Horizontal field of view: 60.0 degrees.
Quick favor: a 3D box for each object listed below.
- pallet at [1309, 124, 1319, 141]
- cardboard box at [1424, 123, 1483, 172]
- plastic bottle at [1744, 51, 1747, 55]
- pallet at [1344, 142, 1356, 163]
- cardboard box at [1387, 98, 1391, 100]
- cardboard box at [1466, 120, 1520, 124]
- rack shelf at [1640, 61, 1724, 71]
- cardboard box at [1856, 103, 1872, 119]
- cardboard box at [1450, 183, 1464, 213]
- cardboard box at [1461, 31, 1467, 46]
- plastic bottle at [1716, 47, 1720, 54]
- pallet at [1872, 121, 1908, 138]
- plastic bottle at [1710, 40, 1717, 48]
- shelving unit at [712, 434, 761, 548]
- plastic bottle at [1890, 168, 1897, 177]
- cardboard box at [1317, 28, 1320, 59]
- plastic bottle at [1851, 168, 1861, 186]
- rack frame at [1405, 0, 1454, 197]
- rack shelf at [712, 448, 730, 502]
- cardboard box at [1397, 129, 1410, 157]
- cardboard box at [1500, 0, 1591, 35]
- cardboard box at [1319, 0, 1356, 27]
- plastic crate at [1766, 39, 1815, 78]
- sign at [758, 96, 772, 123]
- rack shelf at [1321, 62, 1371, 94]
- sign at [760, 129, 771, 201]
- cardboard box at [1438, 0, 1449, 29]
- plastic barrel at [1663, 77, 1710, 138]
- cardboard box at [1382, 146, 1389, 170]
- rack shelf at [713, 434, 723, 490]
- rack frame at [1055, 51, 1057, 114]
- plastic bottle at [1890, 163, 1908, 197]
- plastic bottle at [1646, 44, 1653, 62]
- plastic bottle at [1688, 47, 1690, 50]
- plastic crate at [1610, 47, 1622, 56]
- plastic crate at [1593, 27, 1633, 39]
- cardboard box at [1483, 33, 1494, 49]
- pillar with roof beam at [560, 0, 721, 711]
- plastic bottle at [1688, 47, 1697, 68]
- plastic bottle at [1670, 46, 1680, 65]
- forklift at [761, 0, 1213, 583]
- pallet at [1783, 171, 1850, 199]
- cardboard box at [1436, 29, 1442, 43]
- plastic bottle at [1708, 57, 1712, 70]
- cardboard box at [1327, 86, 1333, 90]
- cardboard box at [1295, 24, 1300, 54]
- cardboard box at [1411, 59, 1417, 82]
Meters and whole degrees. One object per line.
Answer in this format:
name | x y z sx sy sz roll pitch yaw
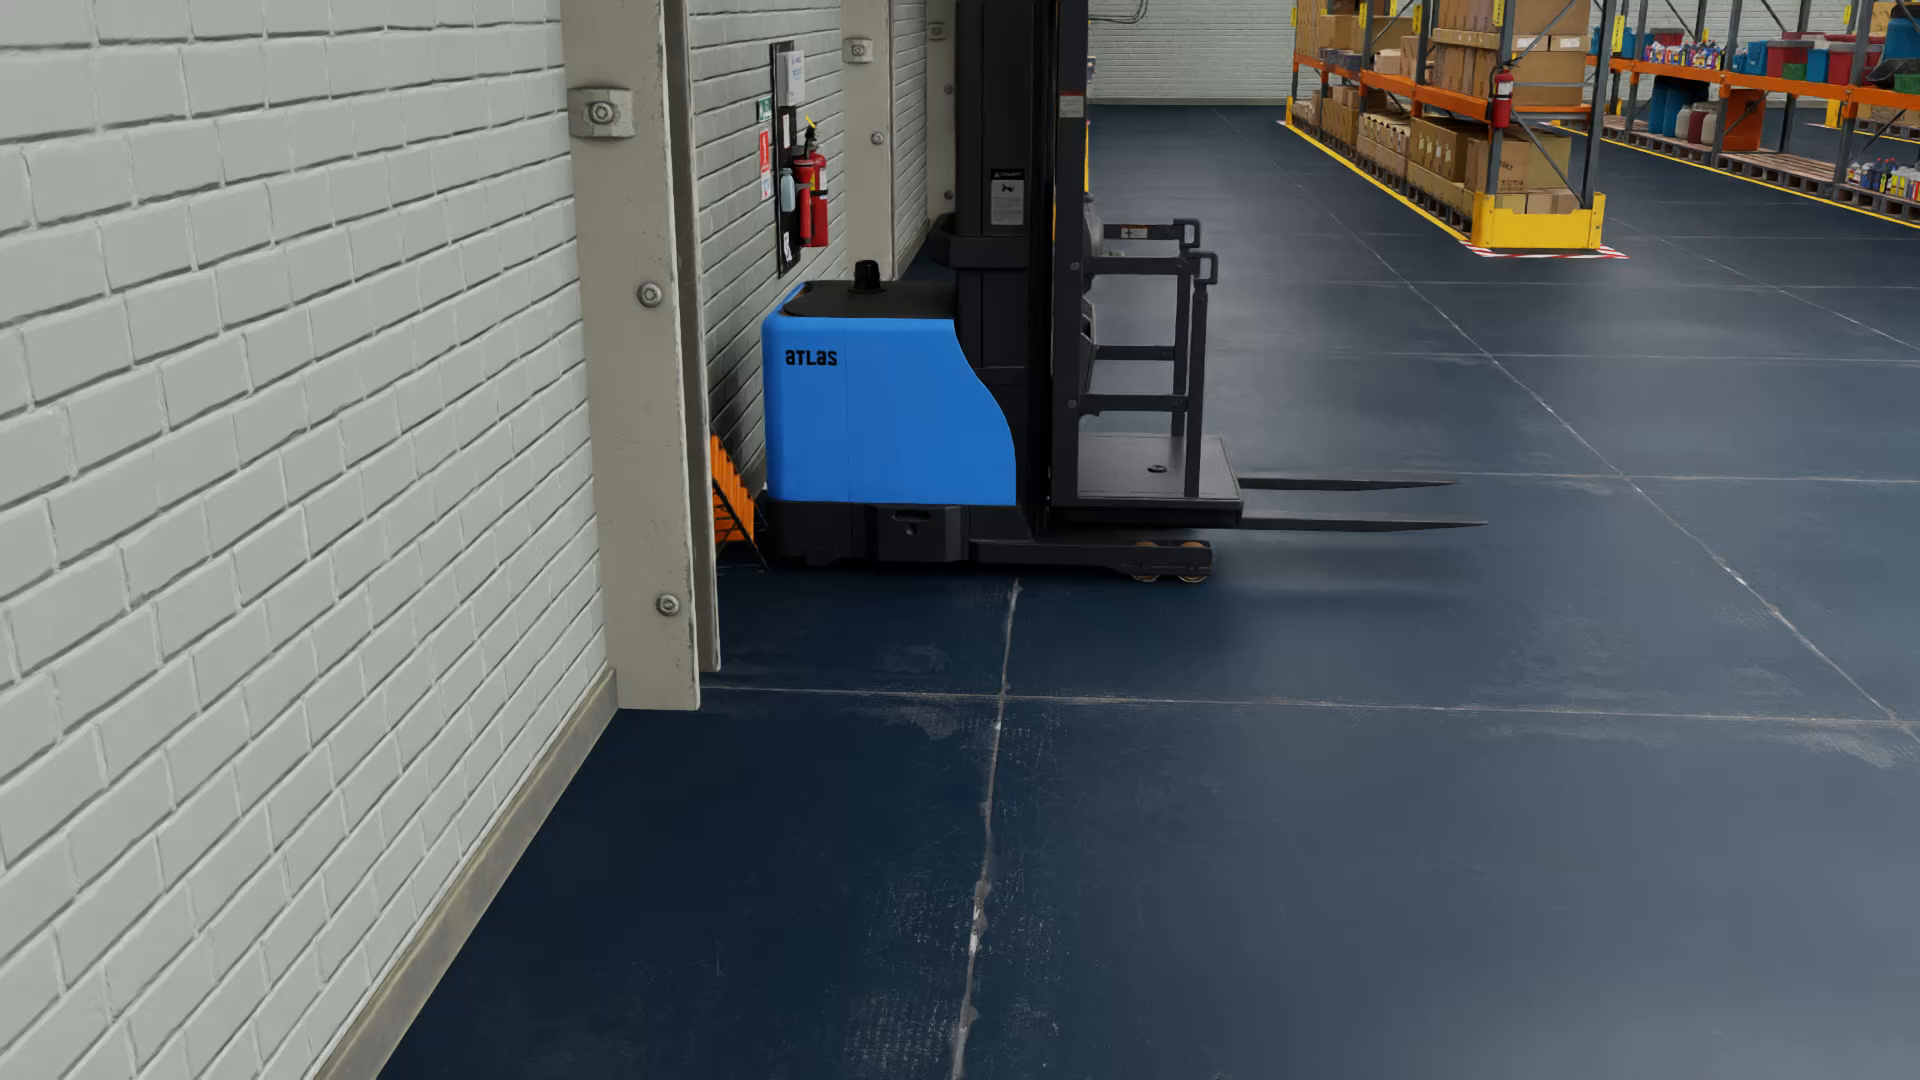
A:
pallet | 6.490 -6.907 28.162 1.003 0.211 1.213 1 18 4
cardboard box | 5.449 -4.336 18.374 0.500 0.500 0.500 1 18 4
plastic bottle | 11.575 -7.094 24.443 0.061 0.283 0.133 1 18 4
pallet | 6.245 -5.682 24.425 1.003 0.211 1.213 1 18 4
cardboard box | 6.690 -6.880 26.911 0.500 0.500 0.500 1 18 4
cardboard box | 6.004 -4.479 18.813 0.500 0.500 0.500 1 18 4
rack shelf | 11.237 -7.037 24.922 0.919 0.124 3.809 1 18 4
cardboard box | 16.641 -8.028 29.844 0.875 0.875 0.875 1 18 4
cardboard box | 5.347 -3.513 17.069 0.500 0.250 0.500 1 18 4
cardboard box | 5.547 -5.329 17.668 0.380 0.149 0.250 1 18 3
plastic bottle | 11.460 -7.329 25.180 0.097 0.271 0.097 0 18 0
pallet | 16.538 -7.085 28.708 1.003 0.211 1.213 1 18 4
plastic bottle | 11.628 -7.533 25.675 0.144 0.351 0.185 1 18 4
shelving unit | -0.975 -0.164 6.413 0.258 0.183 1.046 -4 -22 4
plastic bottle | 10.348 -3.988 18.452 0.097 0.271 0.097 0 18 0
cardboard box | 6.220 -8.227 27.553 0.500 0.500 0.500 2 18 5
plastic bottle | 10.339 -4.181 19.152 0.097 0.201 0.097 0 18 0
rack frame | 5.867 -5.534 19.495 1.000 3.000 0.127 1 18 4
rack shelf | -0.994 -0.233 6.231 0.258 0.180 0.103 -4 -22 4
cardboard box | 5.610 -4.826 20.173 0.500 0.311 0.500 1 18 4
cardboard box | 5.630 -5.117 15.977 0.700 0.500 0.500 1 18 4
cardboard box | 6.218 -8.704 27.403 0.500 0.500 0.500 1 18 4
plastic crate | 10.673 -6.200 21.424 0.402 0.464 0.583 1 18 4
sign | -0.953 -2.108 8.131 0.001 0.109 0.331 1 18 4
rack shelf | 6.297 -7.056 25.294 1.077 0.370 4.000 1 18 4
sign | 5.361 -4.274 15.494 11.513 0.391 16.451 1 18 4
cardboard box | 5.841 -6.060 18.856 0.700 0.500 0.500 1 18 4
plastic barrel | 11.274 -6.721 25.812 0.600 0.901 0.708 1 18 4
cardboard box | 5.681 -4.878 21.234 0.500 0.250 0.500 2 18 5
rack shelf | -1.006 -0.276 6.119 0.258 0.180 0.103 -4 -22 4
rack frame | 0.639 -4.401 16.037 1.000 3.000 0.127 1 18 4
plastic bottle | 10.291 -3.940 18.179 0.144 0.351 0.185 1 18 3
plastic bottle | 10.919 -7.706 26.309 0.061 0.283 0.133 1 18 4
plastic bottle | 10.863 -7.197 24.756 0.061 0.283 0.133 1 18 4
plastic crate | 11.205 -8.358 28.439 0.293 0.136 0.466 1 18 4
plastic crate | 11.829 -9.086 30.183 0.616 0.435 0.499 1 18 4
cardboard box | 5.473 -5.009 16.691 0.380 0.149 0.250 2 18 5
pillar with roof beam | 3.260 -3.666 4.158 9.100 9.000 0.400 1 18 4
plastic bottle | 10.779 -7.099 24.459 0.061 0.283 0.133 1 18 4
plastic bottle | 10.884 -7.353 25.245 0.152 0.276 0.135 1 18 4
forklift | 0.716 -1.387 6.949 3.031 2.935 1.130 1 18 4
pallet | 10.824 -4.342 20.335 1.003 0.211 1.213 1 18 4
cardboard box | 5.636 -5.733 18.899 0.380 0.149 0.250 2 18 5
plastic bottle | 10.740 -6.812 23.715 0.097 0.201 0.097 0 18 0
cardboard box | 6.933 -8.108 30.657 0.500 0.500 0.500 1 18 4
cardboard box | 6.432 -9.176 30.450 0.500 0.500 0.500 2 18 5
cardboard box | 5.746 -5.747 20.361 0.396 0.266 0.258 1 18 3
